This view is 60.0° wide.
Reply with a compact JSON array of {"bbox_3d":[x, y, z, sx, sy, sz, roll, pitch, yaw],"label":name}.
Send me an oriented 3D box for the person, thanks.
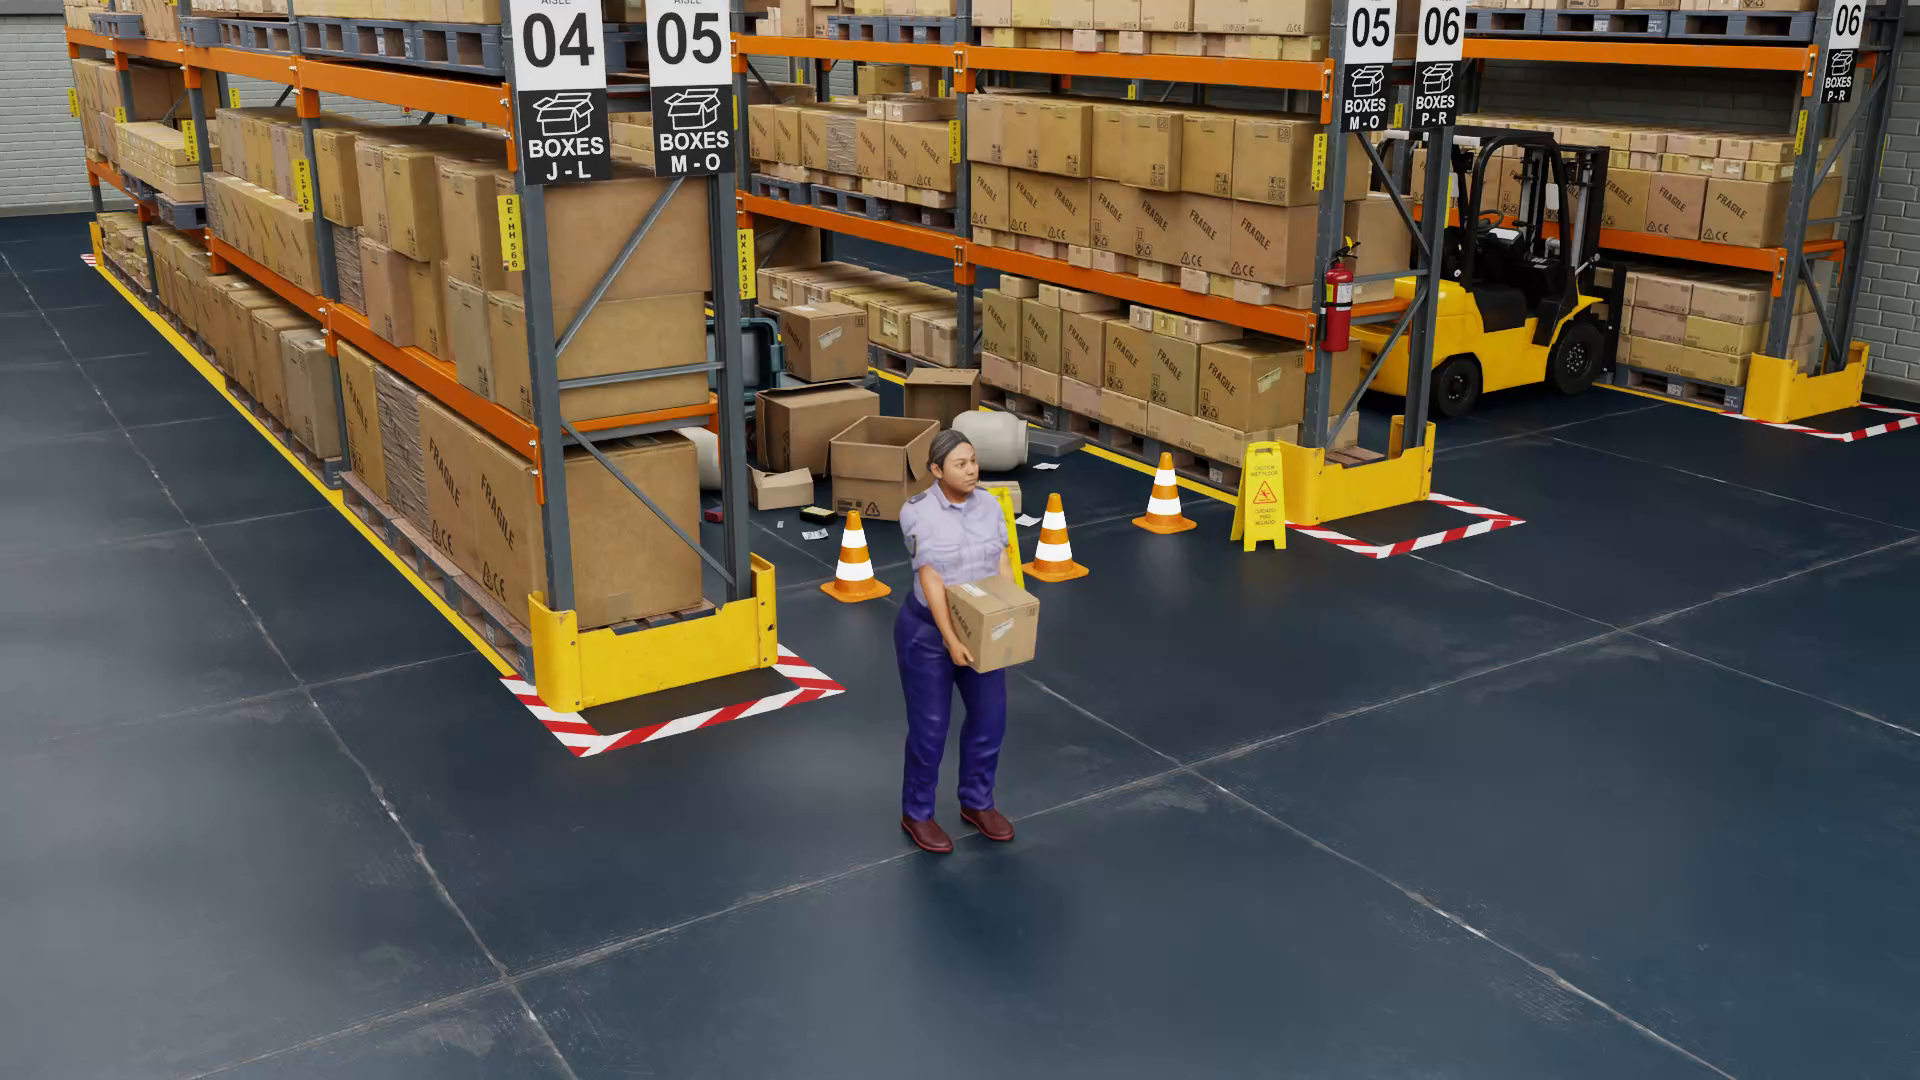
[{"bbox_3d":[0.019,0.397,6.388,0.435,1.647,0.528,-12,22,-32],"label":"person"}]
